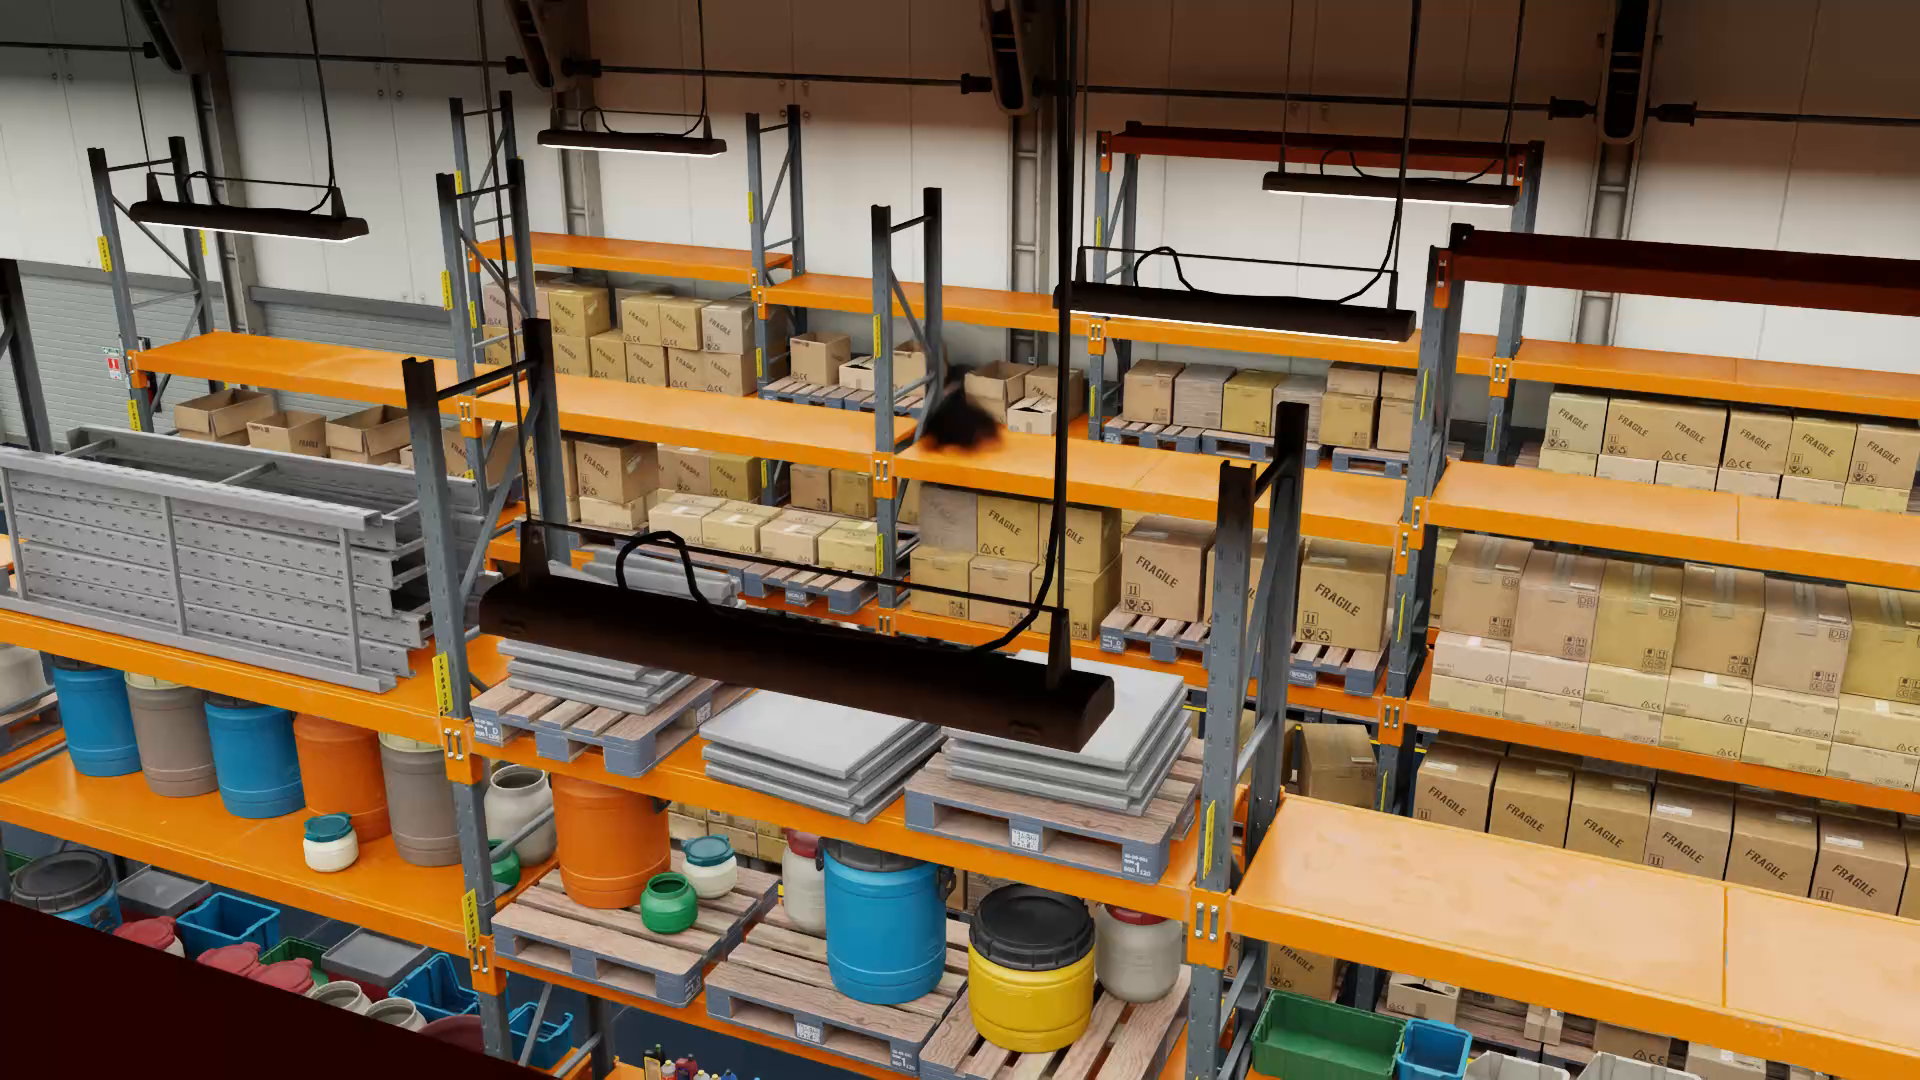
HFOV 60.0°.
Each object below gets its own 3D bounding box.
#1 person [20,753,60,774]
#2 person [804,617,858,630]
[{"bbox_3d":[-8.653,1.864,15.577,0.610,1.521,0.803,16,26,36],"label":"person"},{"bbox_3d":[-1.170,1.223,16.972,1.061,1.760,0.702,5,21,13],"label":"person"}]
